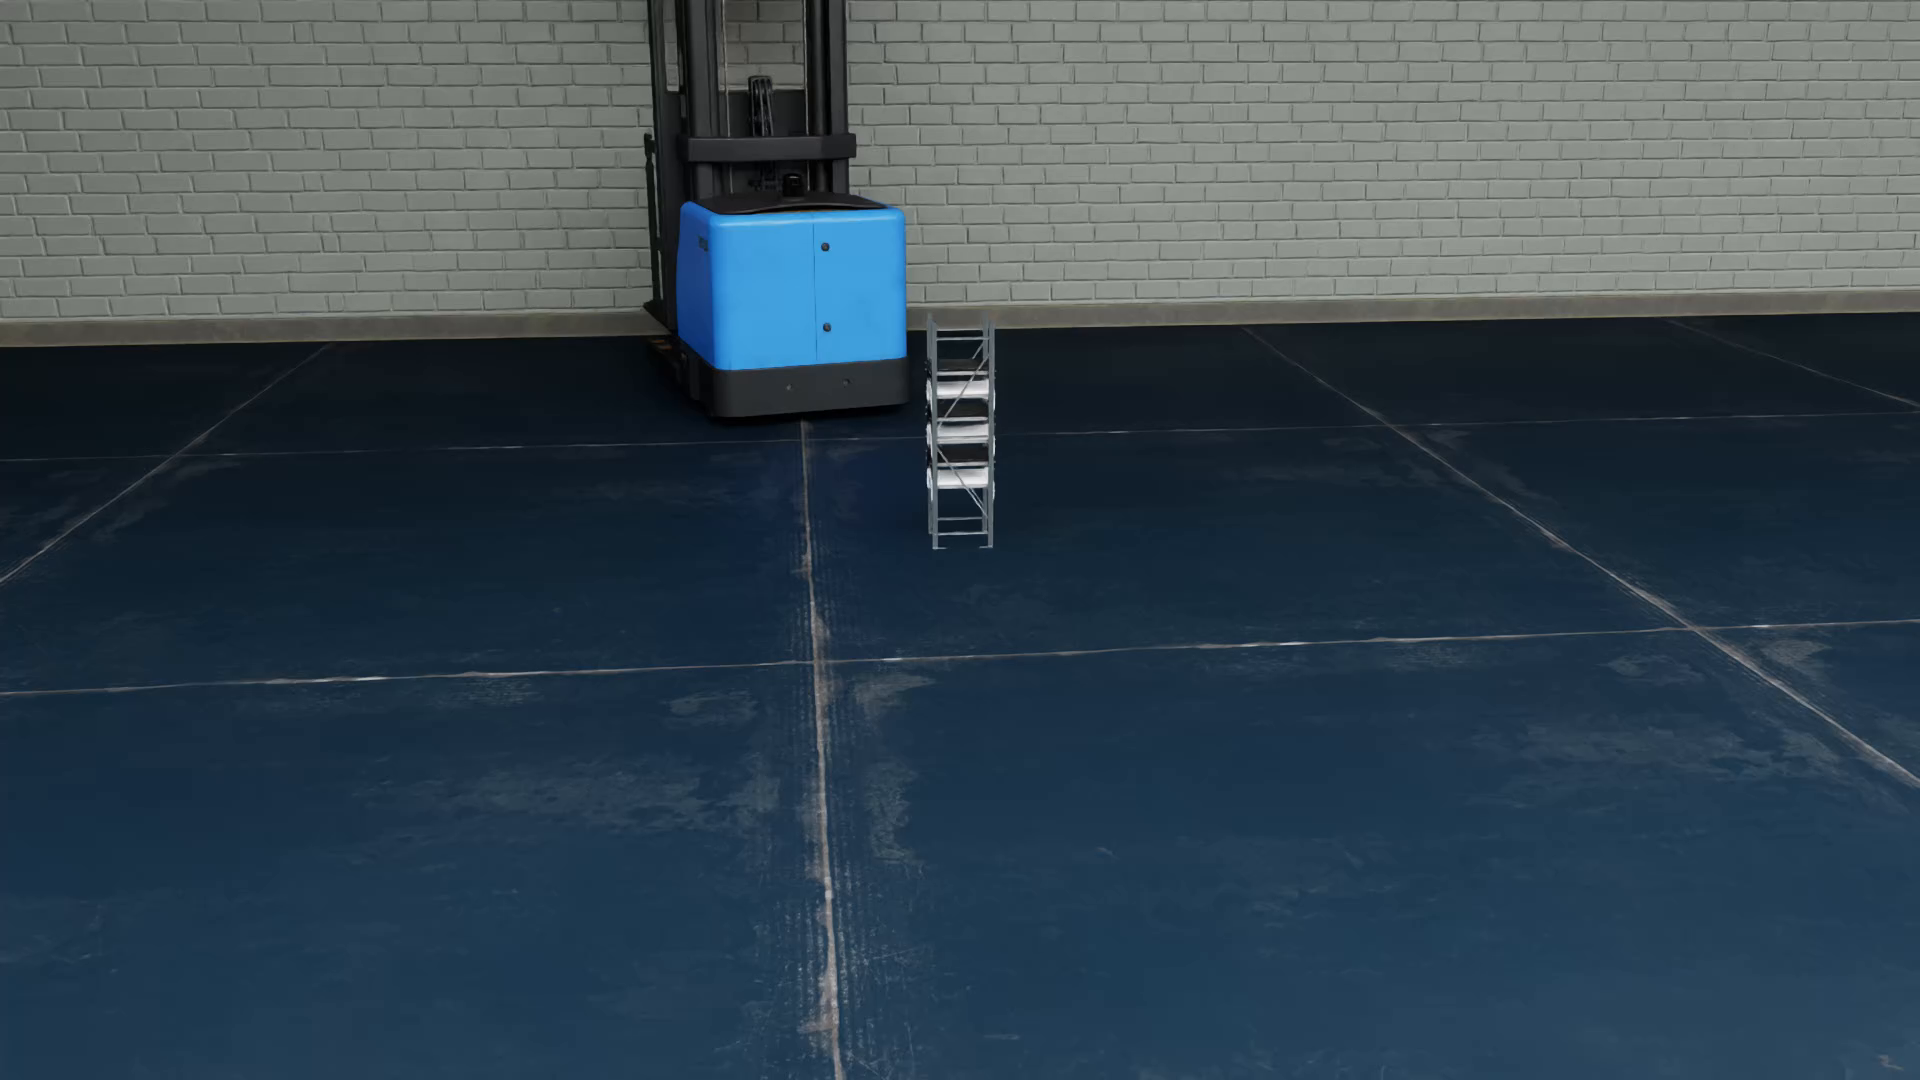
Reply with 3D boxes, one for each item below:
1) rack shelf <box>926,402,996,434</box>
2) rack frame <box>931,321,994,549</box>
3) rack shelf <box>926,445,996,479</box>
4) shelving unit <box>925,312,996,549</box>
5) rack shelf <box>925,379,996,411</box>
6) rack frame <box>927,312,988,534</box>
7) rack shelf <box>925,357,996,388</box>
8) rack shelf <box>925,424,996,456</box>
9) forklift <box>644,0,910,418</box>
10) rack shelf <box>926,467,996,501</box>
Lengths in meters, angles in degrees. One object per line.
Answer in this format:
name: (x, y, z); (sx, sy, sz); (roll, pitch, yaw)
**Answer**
rack shelf: (0.001, -0.481, 6.518); (0.258, 0.077, 0.200); (-2, 18, -6)
rack frame: (0.011, -0.397, 6.438); (0.240, 0.900, 0.006); (-2, 18, -6)
rack shelf: (0.001, -0.309, 6.572); (0.258, 0.077, 0.200); (-2, 18, -6)
shelving unit: (0.001, -0.427, 6.535); (0.258, 0.900, 0.210); (-2, 18, -6)
rack shelf: (0.001, -0.567, 6.491); (0.258, 0.077, 0.200); (-2, 18, -6)
rack frame: (-0.010, -0.457, 6.631); (0.240, 0.900, 0.006); (-2, 18, -6)
rack shelf: (0.001, -0.653, 6.464); (0.258, 0.077, 0.200); (-2, 18, -6)
rack shelf: (0.001, -0.395, 6.545); (0.258, 0.077, 0.200); (-2, 18, -6)
forklift: (-1.246, -2.420, 9.492); (1.130, 2.935, 3.031); (-6, 18, -19)
rack shelf: (0.001, -0.223, 6.598); (0.258, 0.077, 0.200); (-2, 18, -6)
